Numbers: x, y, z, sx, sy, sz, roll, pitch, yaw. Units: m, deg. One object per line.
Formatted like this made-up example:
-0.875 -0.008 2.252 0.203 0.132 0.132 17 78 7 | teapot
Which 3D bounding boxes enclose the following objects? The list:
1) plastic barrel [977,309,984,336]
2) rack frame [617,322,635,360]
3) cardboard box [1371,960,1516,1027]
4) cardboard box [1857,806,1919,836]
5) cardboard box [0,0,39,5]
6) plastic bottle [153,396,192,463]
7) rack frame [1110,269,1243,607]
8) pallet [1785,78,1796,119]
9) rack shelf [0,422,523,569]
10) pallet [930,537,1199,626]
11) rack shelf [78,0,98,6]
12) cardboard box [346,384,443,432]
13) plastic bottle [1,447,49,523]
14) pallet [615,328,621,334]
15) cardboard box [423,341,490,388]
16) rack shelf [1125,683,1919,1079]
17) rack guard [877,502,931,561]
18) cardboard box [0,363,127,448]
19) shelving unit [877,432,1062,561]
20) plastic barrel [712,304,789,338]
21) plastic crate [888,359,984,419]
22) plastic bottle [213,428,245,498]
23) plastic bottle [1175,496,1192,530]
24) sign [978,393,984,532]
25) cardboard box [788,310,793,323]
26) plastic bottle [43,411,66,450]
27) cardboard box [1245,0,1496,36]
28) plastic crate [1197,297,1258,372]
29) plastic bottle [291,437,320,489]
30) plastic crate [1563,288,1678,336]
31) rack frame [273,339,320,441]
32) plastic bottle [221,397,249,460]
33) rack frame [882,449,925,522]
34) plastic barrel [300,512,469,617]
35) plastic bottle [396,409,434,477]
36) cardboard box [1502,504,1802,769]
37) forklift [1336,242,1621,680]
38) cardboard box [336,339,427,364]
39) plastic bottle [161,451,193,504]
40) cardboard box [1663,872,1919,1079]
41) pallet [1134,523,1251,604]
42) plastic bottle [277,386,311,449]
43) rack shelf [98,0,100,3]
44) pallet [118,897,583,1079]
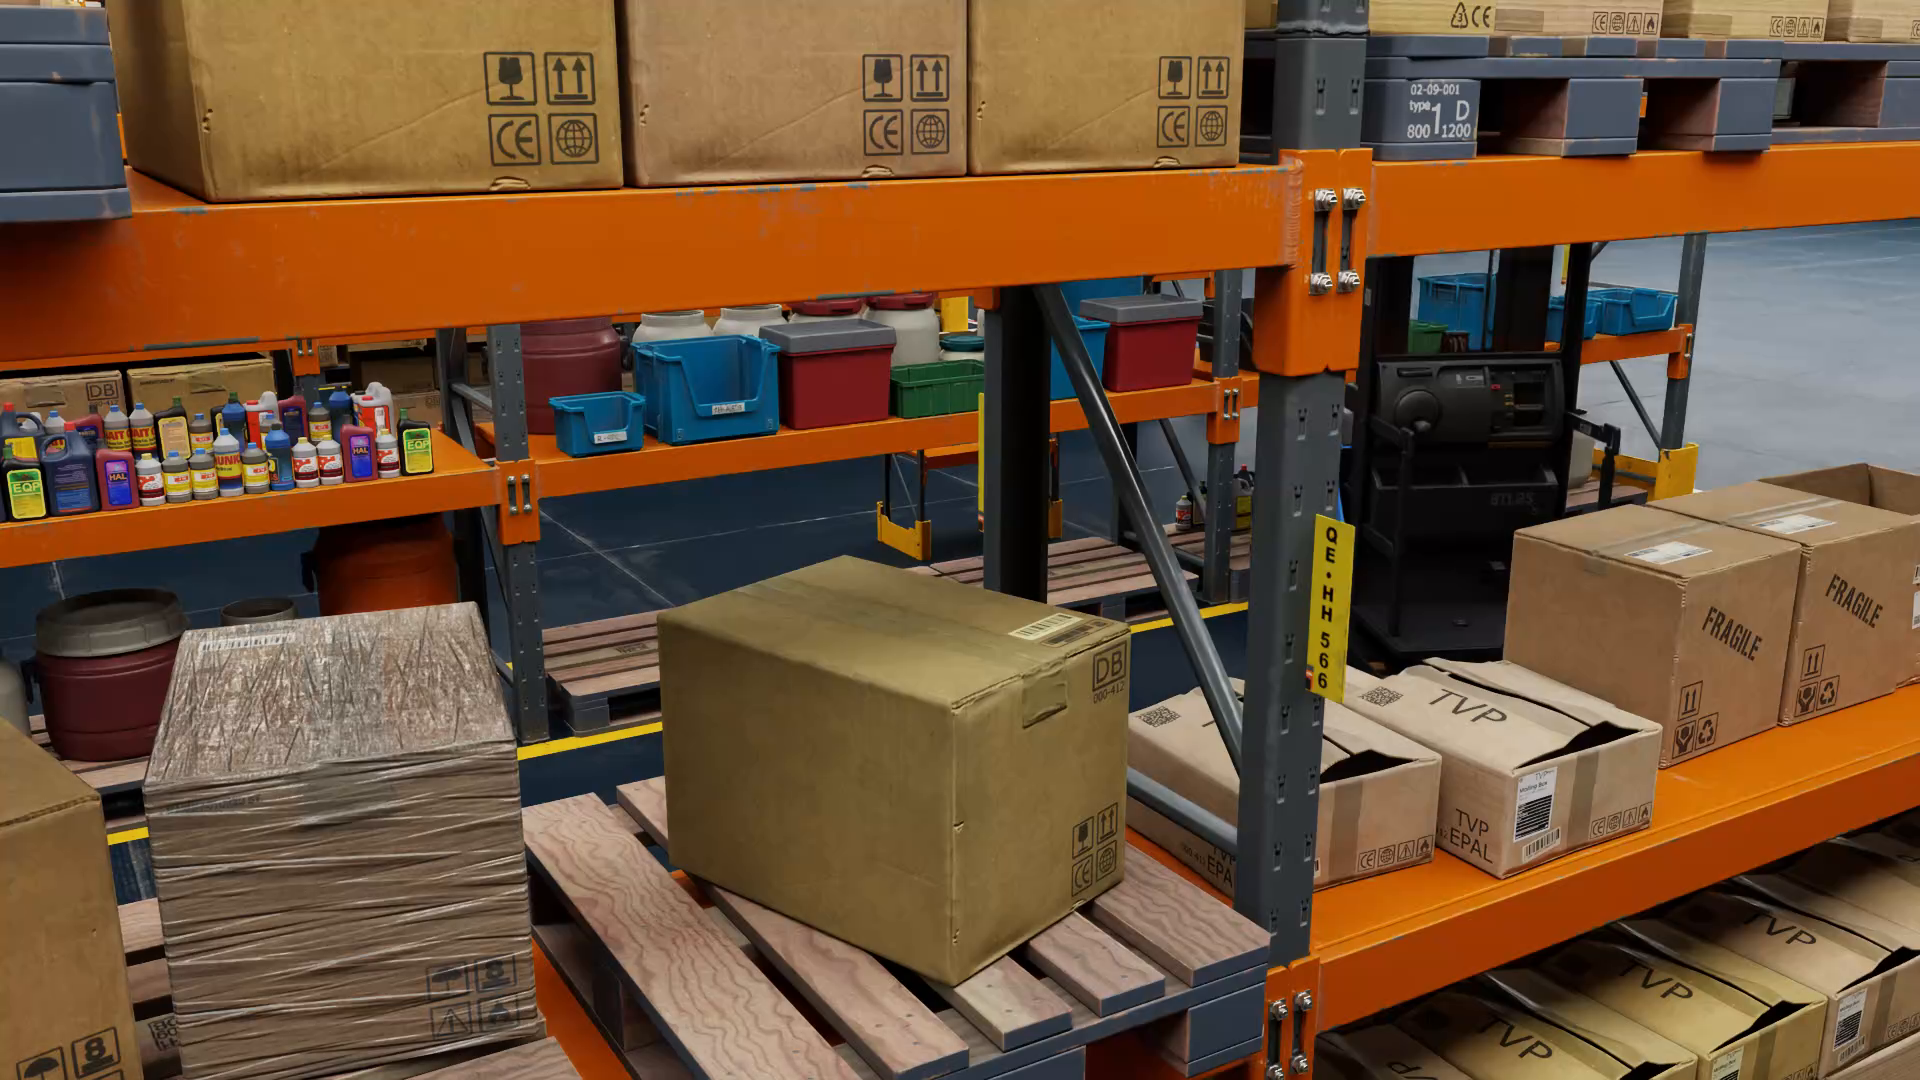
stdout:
0.307 -1.169 9.271 0.433 0.535 0.433 0 16 0 | plastic barrel
-3.778 -3.493 17.815 0.127 3.000 1.000 -9 18 -30 | rack frame
1.124 1.165 4.474 0.500 0.311 0.500 -10 18 -31 | cardboard box
2.874 0.881 5.488 0.500 0.311 0.500 -9 18 -30 | cardboard box
-1.458 -0.909 1.889 0.600 0.600 0.600 -10 19 -32 | cardboard box
-3.459 -0.484 7.294 0.133 0.283 0.061 -9 18 -30 | plastic bottle
1.240 -1.186 9.583 0.127 3.000 1.000 -9 18 -30 | rack frame
3.039 -1.266 4.665 1.217 0.209 0.805 -10 19 -32 | pallet
-3.903 -0.005 6.704 4.000 0.370 1.077 -9 18 -30 | rack shelf
0.587 0.275 9.538 1.213 0.211 1.003 -9 18 -30 | pallet
-10.688 -7.844 24.295 4.000 0.370 1.077 -9 18 -30 | rack shelf
-4.175 -0.882 12.314 0.500 0.500 0.700 -10 19 -33 | cardboard box
-3.568 -0.216 6.338 0.133 0.283 0.061 -9 18 -30 | plastic bottle
-3.086 -2.238 18.504 1.213 0.211 1.003 -9 18 -30 | pallet
-3.731 -1.321 12.492 0.500 0.250 0.500 -7 17 -23 | cardboard box
2.074 0.585 4.598 4.000 0.370 1.077 -9 18 -30 | rack shelf
-0.362 -0.062 10.667 0.087 0.250 0.587 -9 18 -30 | rack guard
-6.110 -0.742 11.156 0.875 0.875 1.225 -9 18 -30 | cardboard box
0.065 -0.733 10.745 1.083 1.500 0.587 -9 18 -30 | shelving unit
-1.056 -0.935 8.479 0.421 0.512 0.421 0 16 0 | plastic barrel
-0.107 -0.776 8.515 0.662 0.188 0.450 -9 18 -30 | plastic crate
-2.956 -0.315 6.714 0.097 0.271 0.097 0 16 0 | plastic bottle
1.391 -0.173 10.338 0.097 0.201 0.097 0 16 0 | plastic bottle
0.071 -0.169 3.809 0.005 0.325 0.100 -9 18 -30 | sign
-2.433 -2.870 18.749 0.875 0.875 0.875 -9 18 -29 | cardboard box
-3.829 -0.412 7.061 0.097 0.271 0.097 0 16 0 | plastic bottle
0.719 -1.134 3.339 0.500 0.250 0.500 -11 19 -34 | cardboard box
1.754 -1.199 9.746 0.504 0.338 0.767 -9 18 -30 | plastic crate
-2.705 -0.322 6.868 0.097 0.201 0.097 0 16 0 | plastic bottle
4.394 -1.531 11.091 0.616 0.251 0.499 -9 18 -30 | plastic crate
-4.739 -1.776 11.687 0.127 3.000 1.000 -9 18 -30 | rack frame
-3.205 -0.494 7.354 0.097 0.271 0.097 0 16 0 | plastic bottle
-0.363 -0.663 10.498 0.032 1.500 0.500 -9 18 -30 | rack frame
-2.599 0.285 7.579 0.708 0.830 0.600 -9 18 -30 | plastic barrel
-2.316 -0.419 7.062 0.133 0.283 0.061 -9 18 -30 | plastic bottle
1.789 0.232 4.341 0.500 0.500 0.500 -10 19 -33 | cardboard box
2.532 -0.693 7.954 1.130 2.935 3.031 -2 16 -6 | forklift
-5.891 -2.242 16.742 0.750 0.750 1.050 -9 18 -29 | cardboard box
-3.122 -0.254 6.627 0.097 0.201 0.097 0 16 0 | plastic bottle
2.284 1.147 4.539 0.500 0.311 0.500 -9 18 -30 | cardboard box
1.837 0.073 10.258 1.213 0.211 1.003 -9 18 -30 | pallet
-3.031 -0.553 7.542 0.133 0.283 0.061 -9 18 -30 | plastic bottle
-11.557 -6.140 18.216 4.000 0.370 1.077 -9 18 -30 | rack shelf
-1.305 0.881 2.567 1.213 0.211 1.003 -9 18 -30 | pallet
